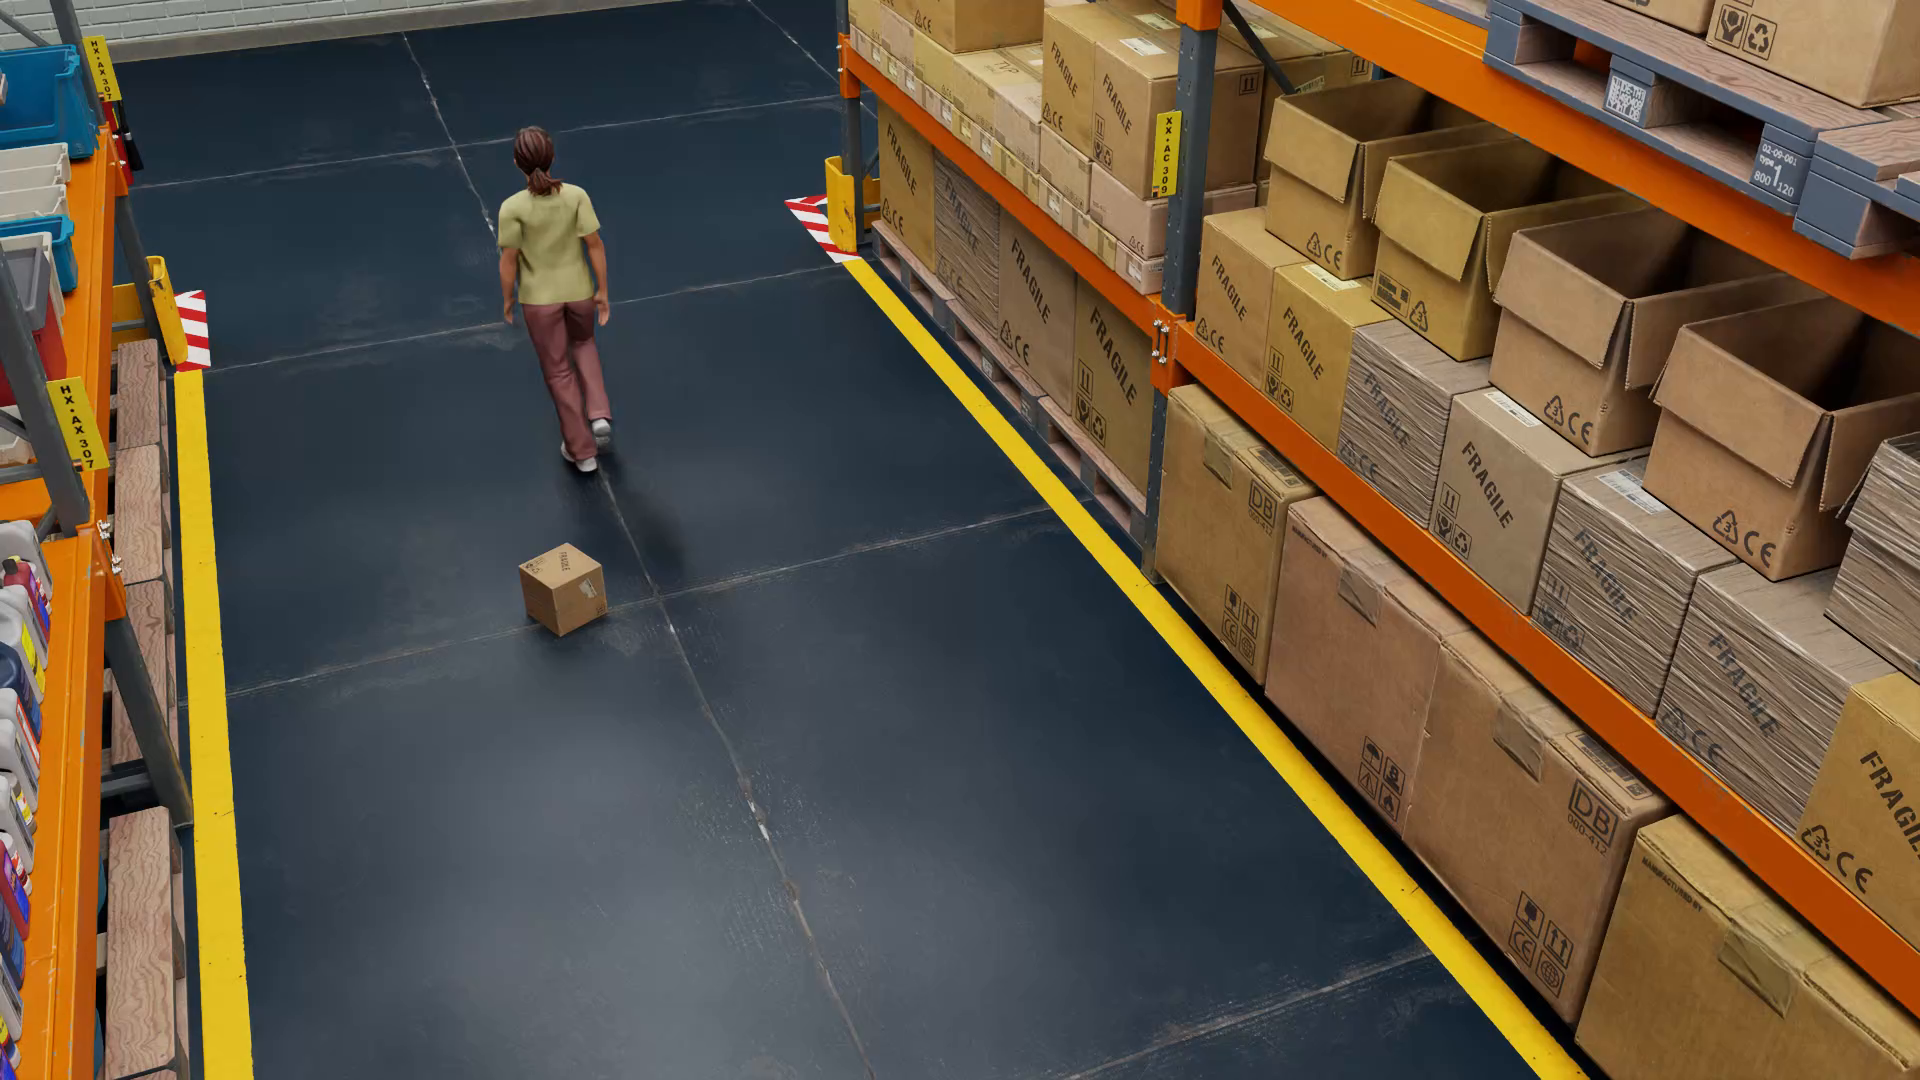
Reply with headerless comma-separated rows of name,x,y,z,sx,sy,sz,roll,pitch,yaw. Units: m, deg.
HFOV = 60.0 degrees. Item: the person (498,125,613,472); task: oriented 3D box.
person,-1.897,-1.108,7.812,0.463,1.714,0.479,-19,38,-26
